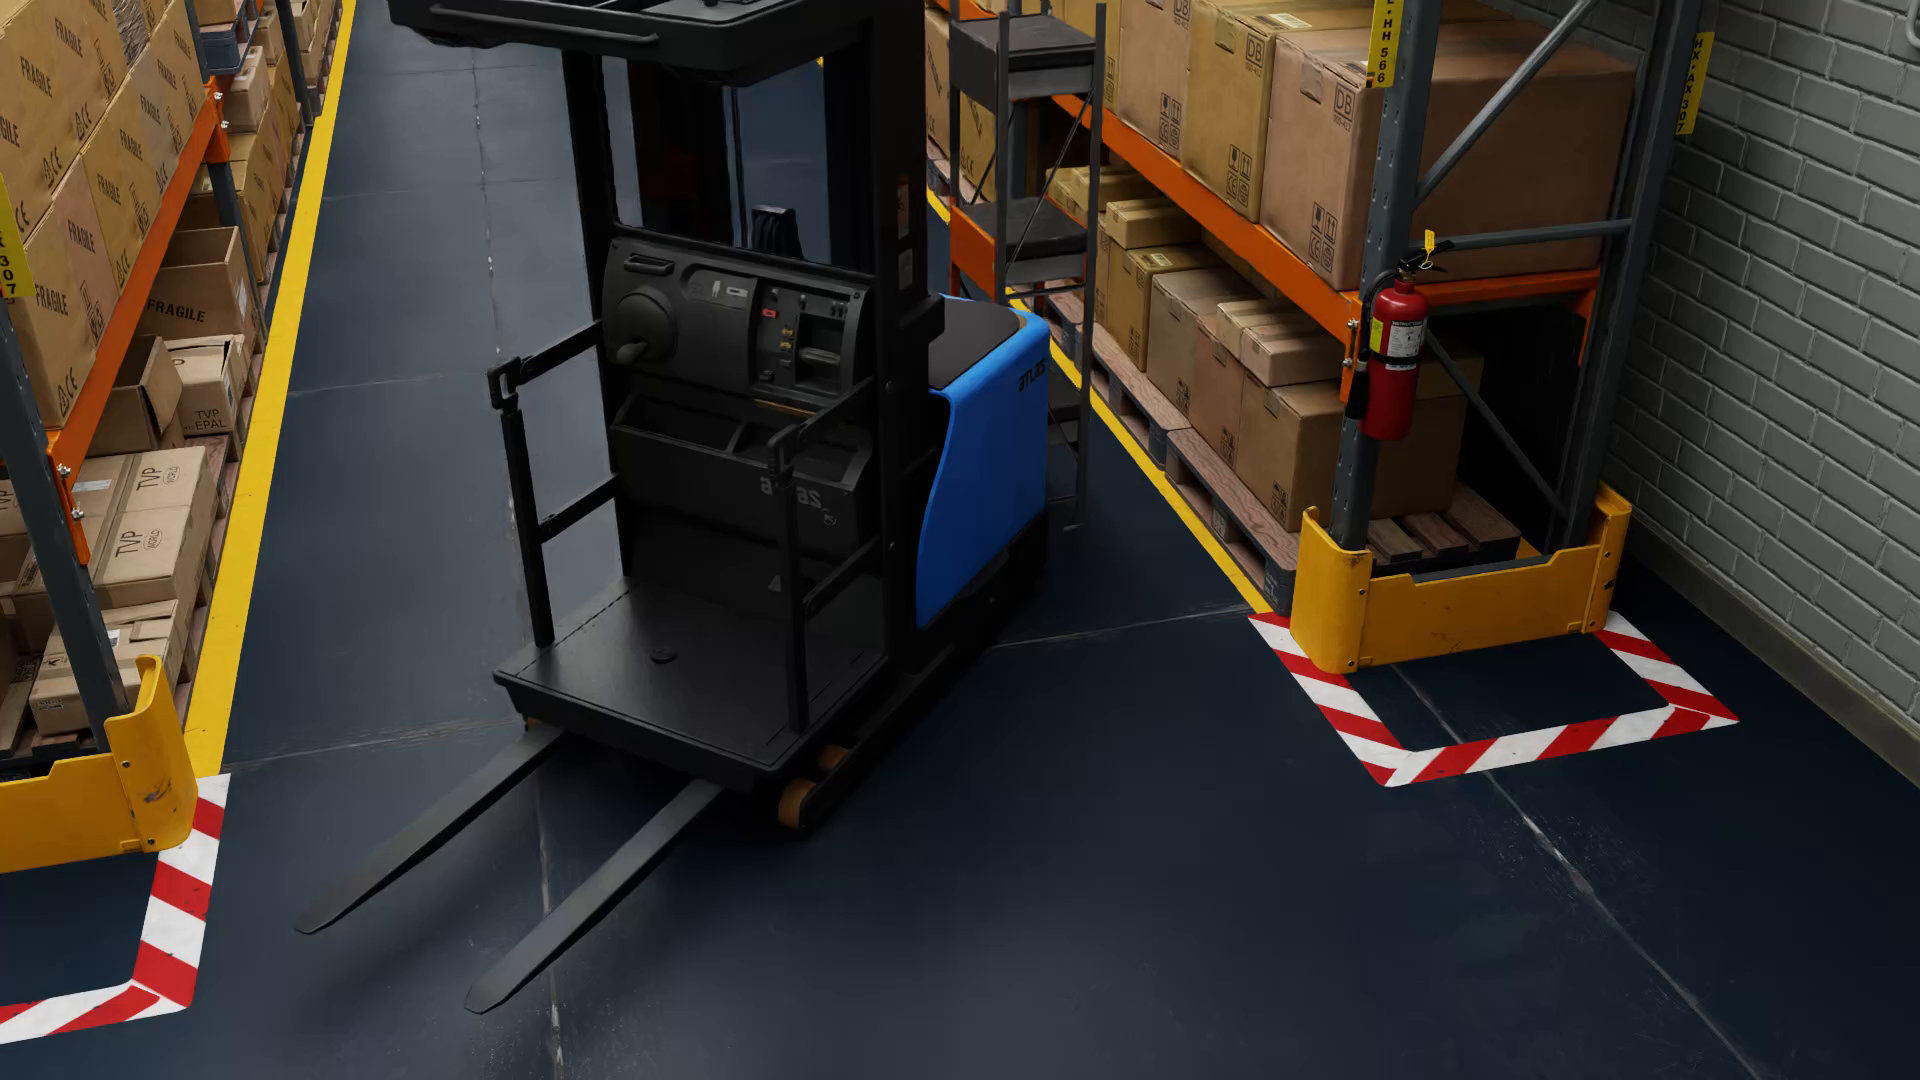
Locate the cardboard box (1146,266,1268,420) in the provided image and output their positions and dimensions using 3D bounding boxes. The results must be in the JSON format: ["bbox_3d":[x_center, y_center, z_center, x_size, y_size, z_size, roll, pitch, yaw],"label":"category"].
[{"bbox_3d":[1.259,-0.893,7.375,0.700,0.500,0.500,-9,31,-15],"label":"cardboard box"}]

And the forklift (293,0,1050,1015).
[{"bbox_3d":[-0.798,-0.618,4.893,1.130,2.935,3.031,15,33,24],"label":"forklift"}]

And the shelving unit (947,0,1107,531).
[{"bbox_3d":[0.236,-1.043,6.457,0.431,2.100,0.503,-11,32,-18],"label":"shelving unit"}]

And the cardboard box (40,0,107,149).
[{"bbox_3d":[-3.105,-1.543,5.323,0.500,0.500,0.500,-7,31,-13],"label":"cardboard box"}]

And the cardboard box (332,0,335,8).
[{"bbox_3d":[-5.630,-4.705,14.210,0.500,0.250,0.500,-8,31,-14],"label":"cardboard box"}]

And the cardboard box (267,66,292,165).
[{"bbox_3d":[-4.479,-2.626,10.348,0.500,0.500,0.500,-9,31,-15],"label":"cardboard box"}]

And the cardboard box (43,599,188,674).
[{"bbox_3d":[-2.813,0.343,5.552,0.380,0.166,0.250,-8,31,-13],"label":"cardboard box"}]

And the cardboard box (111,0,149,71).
[{"bbox_3d":[-3.373,-2.031,6.167,0.500,0.500,0.500,-8,31,-13],"label":"cardboard box"}]

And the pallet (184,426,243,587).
[{"bbox_3d":[-3.520,-0.127,6.758,1.003,0.211,1.213,-8,31,-13],"label":"pallet"}]

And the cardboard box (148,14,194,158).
[{"bbox_3d":[-3.510,-1.843,6.840,0.500,0.500,0.500,-7,31,-12],"label":"cardboard box"}]

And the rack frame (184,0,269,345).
[{"bbox_3d":[-4.029,-2.256,7.653,1.000,3.000,0.127,-8,31,-13],"label":"rack frame"}]

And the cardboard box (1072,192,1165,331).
[{"bbox_3d":[0.976,-1.398,8.247,0.700,0.500,0.500,-8,31,-14],"label":"cardboard box"}]

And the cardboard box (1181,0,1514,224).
[{"bbox_3d":[1.459,-1.709,6.409,0.980,0.700,0.700,-8,31,-14],"label":"cardboard box"}]

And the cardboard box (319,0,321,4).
[{"bbox_3d":[-5.364,-4.461,13.229,0.500,0.311,0.500,-8,31,-14],"label":"cardboard box"}]

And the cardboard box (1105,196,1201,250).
[{"bbox_3d":[0.900,-1.480,7.742,0.380,0.149,0.250,-9,31,-15],"label":"cardboard box"}]

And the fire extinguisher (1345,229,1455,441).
[{"bbox_3d":[1.403,-0.655,5.337,0.296,0.674,0.183,-8,31,-13],"label":"fire extinguisher"}]

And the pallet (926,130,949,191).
[{"bbox_3d":[0.141,-2.662,11.139,1.003,0.211,1.213,-8,31,-13],"label":"pallet"}]

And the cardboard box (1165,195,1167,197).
[{"bbox_3d":[1.211,-1.637,8.012,0.380,0.149,0.250,-9,31,-15],"label":"cardboard box"}]

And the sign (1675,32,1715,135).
[{"bbox_3d":[2.345,-1.464,5.342,0.100,0.325,0.005,-8,31,-13],"label":"sign"}]

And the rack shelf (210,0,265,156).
[{"bbox_3d":[-4.560,-2.910,9.502,1.077,0.370,4.000,-8,31,-13],"label":"rack shelf"}]

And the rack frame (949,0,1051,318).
[{"bbox_3d":[0.150,-1.158,6.654,0.400,2.100,0.015,-11,32,-18],"label":"rack frame"}]

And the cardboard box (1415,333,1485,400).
[{"bbox_3d":[1.752,-0.656,6.317,0.380,0.149,0.250,-8,31,-13],"label":"cardboard box"}]

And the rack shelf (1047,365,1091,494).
[{"bbox_3d":[0.236,-0.426,6.814,0.431,0.518,0.480,-11,32,-18],"label":"rack shelf"}]

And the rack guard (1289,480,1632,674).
[{"bbox_3d":[1.814,0.109,6.062,1.175,0.500,0.348,-8,31,-13],"label":"rack guard"}]

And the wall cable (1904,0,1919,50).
[{"bbox_3d":[3.060,-0.931,4.350,0.084,1.984,1.851,-8,31,-13],"label":"wall cable"}]

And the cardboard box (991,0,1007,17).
[{"bbox_3d":[0.384,-2.942,9.069,0.380,0.149,0.250,-8,31,-13],"label":"cardboard box"}]

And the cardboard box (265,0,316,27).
[{"bbox_3d":[-5.094,-3.967,12.374,0.500,0.311,0.500,-9,31,-15],"label":"cardboard box"}]

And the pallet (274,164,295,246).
[{"bbox_3d":[-4.608,-2.027,10.041,1.003,0.211,1.213,-8,31,-13],"label":"pallet"}]

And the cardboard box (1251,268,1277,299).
[{"bbox_3d":[1.482,-1.144,7.161,0.380,0.149,0.250,-7,31,-13],"label":"cardboard box"}]

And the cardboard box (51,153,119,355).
[{"bbox_3d":[-2.973,-0.865,5.150,0.500,0.500,0.500,-8,31,-14],"label":"cardboard box"}]

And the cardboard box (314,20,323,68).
[{"bbox_3d":[-5.080,-3.714,12.498,0.500,0.250,0.500,-9,31,-15],"label":"cardboard box"}]

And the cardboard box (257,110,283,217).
[{"bbox_3d":[-4.200,-2.129,9.490,0.500,0.500,0.500,-7,31,-13],"label":"cardboard box"}]

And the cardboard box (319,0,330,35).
[{"bbox_3d":[-5.360,-4.212,13.358,0.500,0.250,0.500,-7,31,-12],"label":"cardboard box"}]

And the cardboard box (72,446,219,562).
[{"bbox_3d":[-3.103,-0.107,6.247,0.500,0.250,0.500,-8,31,-13],"label":"cardboard box"}]

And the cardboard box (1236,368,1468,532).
[{"bbox_3d":[1.526,-0.409,6.538,0.700,0.500,0.500,-8,31,-13],"label":"cardboard box"}]

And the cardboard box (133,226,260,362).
[{"bbox_3d":[-3.604,-1.127,7.758,0.500,0.500,0.500,-8,31,-13],"label":"cardboard box"}]

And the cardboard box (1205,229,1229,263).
[{"bbox_3d":[1.347,-1.390,7.586,0.380,0.149,0.250,-8,31,-14],"label":"cardboard box"}]

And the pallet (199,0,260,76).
[{"bbox_3d":[-4.136,-2.573,8.393,1.003,0.211,1.213,-8,31,-13],"label":"pallet"}]

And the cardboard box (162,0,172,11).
[{"bbox_3d":[-3.645,-2.522,7.015,0.500,0.500,0.500,-8,31,-13],"label":"cardboard box"}]

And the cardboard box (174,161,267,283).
[{"bbox_3d":[-3.922,-1.630,8.628,0.500,0.500,0.500,-9,31,-16],"label":"cardboard box"}]

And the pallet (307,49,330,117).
[{"bbox_3d":[-5.271,-3.384,12.385,1.003,0.211,1.213,-8,31,-13],"label":"pallet"}]

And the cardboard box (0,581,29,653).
[{"bbox_3d":[-3.370,0.275,5.670,0.380,0.166,0.250,-8,31,-13],"label":"cardboard box"}]

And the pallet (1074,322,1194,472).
[{"bbox_3d":[1.200,-0.741,7.820,1.003,0.211,1.213,-8,31,-13],"label":"pallet"}]

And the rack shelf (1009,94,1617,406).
[{"bbox_3d":[1.277,-1.639,7.305,1.077,0.370,4.000,-8,31,-13],"label":"rack shelf"}]

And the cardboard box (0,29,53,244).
[{"bbox_3d":[-2.831,-1.049,4.470,0.500,0.500,0.500,-7,31,-12],"label":"cardboard box"}]

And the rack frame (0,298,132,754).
[{"bbox_3d":[-2.967,-0.324,4.315,1.000,3.000,0.127,-8,31,-13],"label":"rack frame"}]

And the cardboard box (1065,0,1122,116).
[{"bbox_3d":[1.063,-2.428,7.652,0.980,0.700,0.700,-9,31,-15],"label":"cardboard box"}]

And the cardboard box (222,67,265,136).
[{"bbox_3d":[-4.188,-2.438,9.275,0.500,0.250,0.500,-8,31,-13],"label":"cardboard box"}]

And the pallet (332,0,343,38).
[{"bbox_3d":[-5.919,-4.562,14.421,1.003,0.211,1.213,-8,31,-13],"label":"pallet"}]

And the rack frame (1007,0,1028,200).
[{"bbox_3d":[0.746,-2.916,8.794,1.000,3.000,0.127,-8,31,-13],"label":"rack frame"}]

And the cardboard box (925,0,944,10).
[{"bbox_3d":[-0.020,-3.303,11.189,0.750,0.750,0.750,-8,31,-14],"label":"cardboard box"}]

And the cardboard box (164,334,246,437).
[{"bbox_3d":[-3.405,-0.683,7.180,0.500,0.311,0.500,-8,31,-13],"label":"cardboard box"}]

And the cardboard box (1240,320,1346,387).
[{"bbox_3d":[1.316,-0.727,6.441,0.380,0.149,0.250,-8,31,-14],"label":"cardboard box"}]

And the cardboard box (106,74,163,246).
[{"bbox_3d":[-3.234,-1.349,5.987,0.500,0.500,0.500,-7,31,-13],"label":"cardboard box"}]

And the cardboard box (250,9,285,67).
[{"bbox_3d":[-4.597,-3.174,10.546,0.500,0.250,0.500,-7,31,-11],"label":"cardboard box"}]

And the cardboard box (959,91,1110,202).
[{"bbox_3d":[0.448,-2.464,9.740,0.750,0.750,0.750,-7,31,-13],"label":"cardboard box"}]
